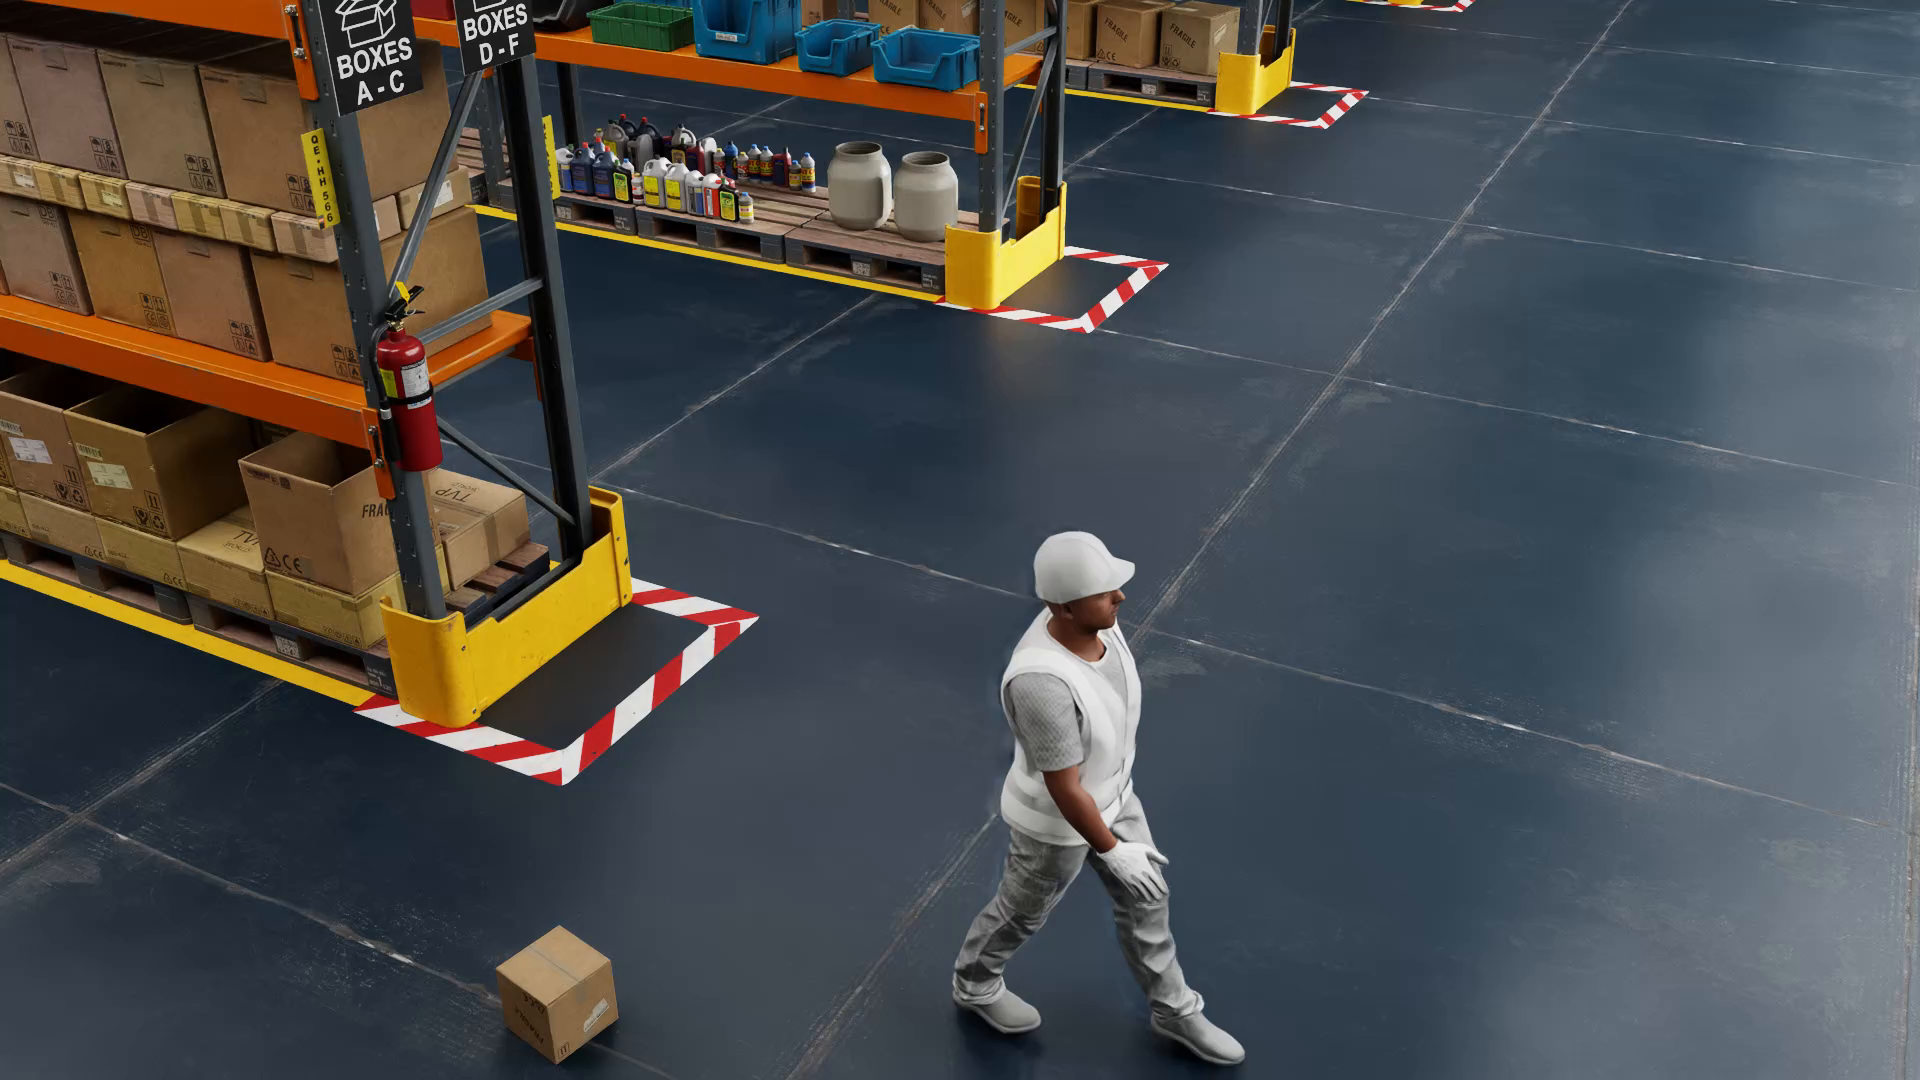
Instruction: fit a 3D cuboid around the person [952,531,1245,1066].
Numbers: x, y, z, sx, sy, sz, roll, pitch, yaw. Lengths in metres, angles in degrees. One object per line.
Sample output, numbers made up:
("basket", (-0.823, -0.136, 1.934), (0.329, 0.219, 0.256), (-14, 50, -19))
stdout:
("person", (0.411, 0.782, 4.734), (0.904, 1.774, 0.567), (14, 33, 23))
